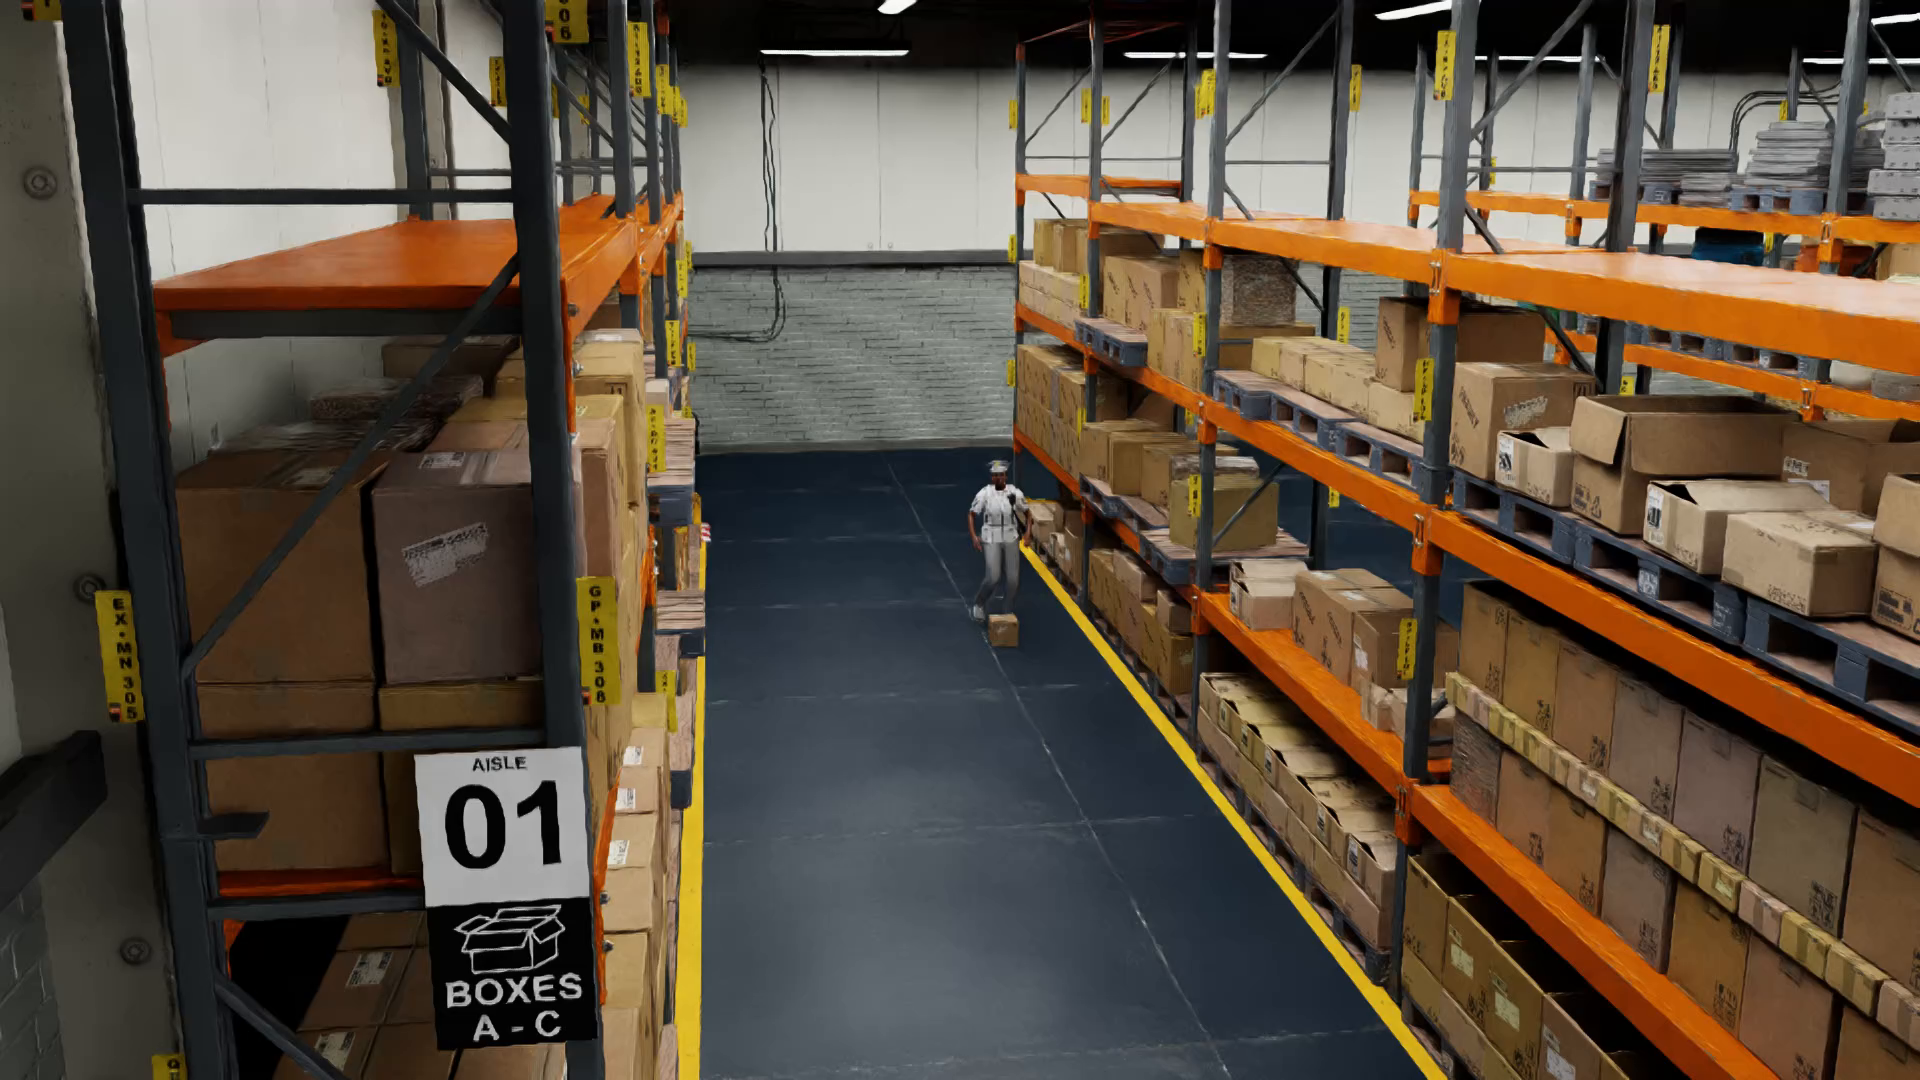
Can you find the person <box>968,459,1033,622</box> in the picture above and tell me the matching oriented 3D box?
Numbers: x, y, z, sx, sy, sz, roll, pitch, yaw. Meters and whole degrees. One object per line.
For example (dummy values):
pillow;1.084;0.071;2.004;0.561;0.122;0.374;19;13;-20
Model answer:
person;0.423;0.033;16.353;0.639;1.672;0.467;-3;14;-14
